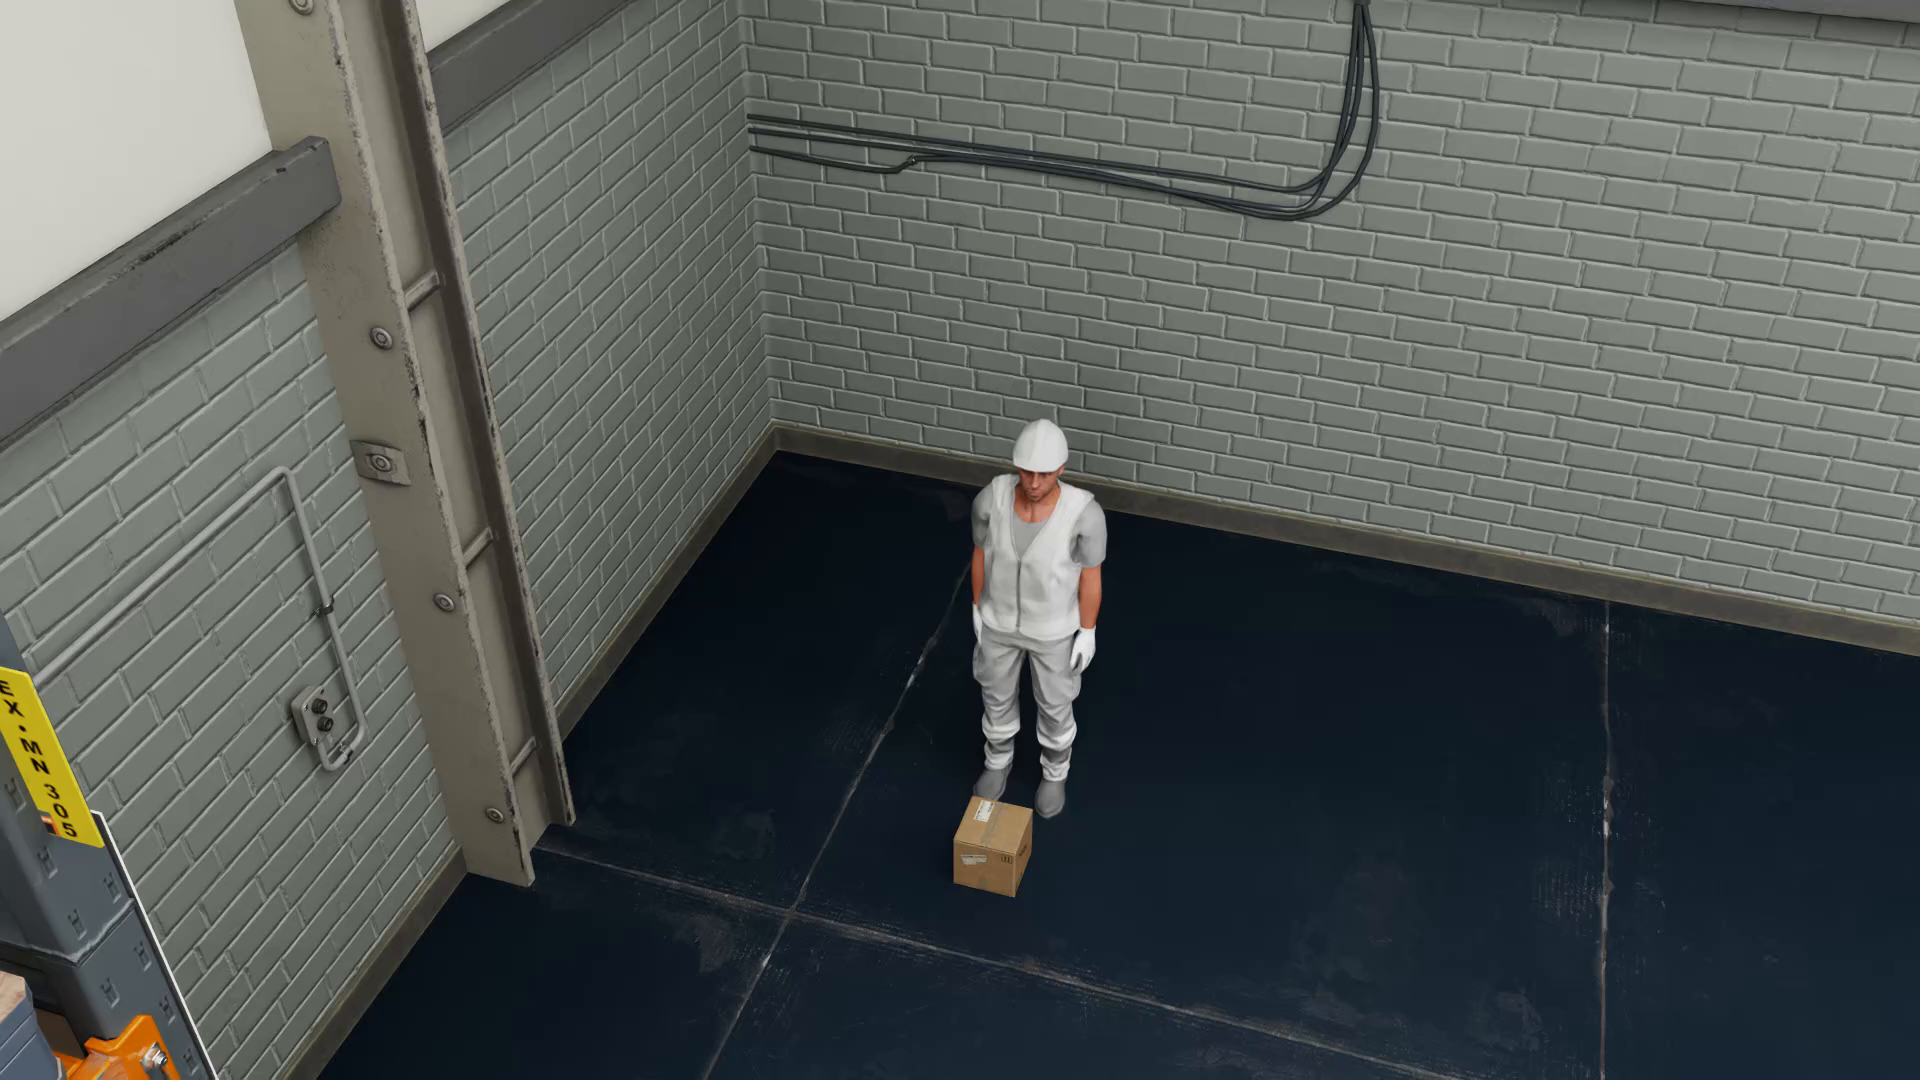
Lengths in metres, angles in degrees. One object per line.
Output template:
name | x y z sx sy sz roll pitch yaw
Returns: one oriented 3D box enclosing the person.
person | 0.278 0.323 6.443 0.524 1.795 0.351 12 38 15
